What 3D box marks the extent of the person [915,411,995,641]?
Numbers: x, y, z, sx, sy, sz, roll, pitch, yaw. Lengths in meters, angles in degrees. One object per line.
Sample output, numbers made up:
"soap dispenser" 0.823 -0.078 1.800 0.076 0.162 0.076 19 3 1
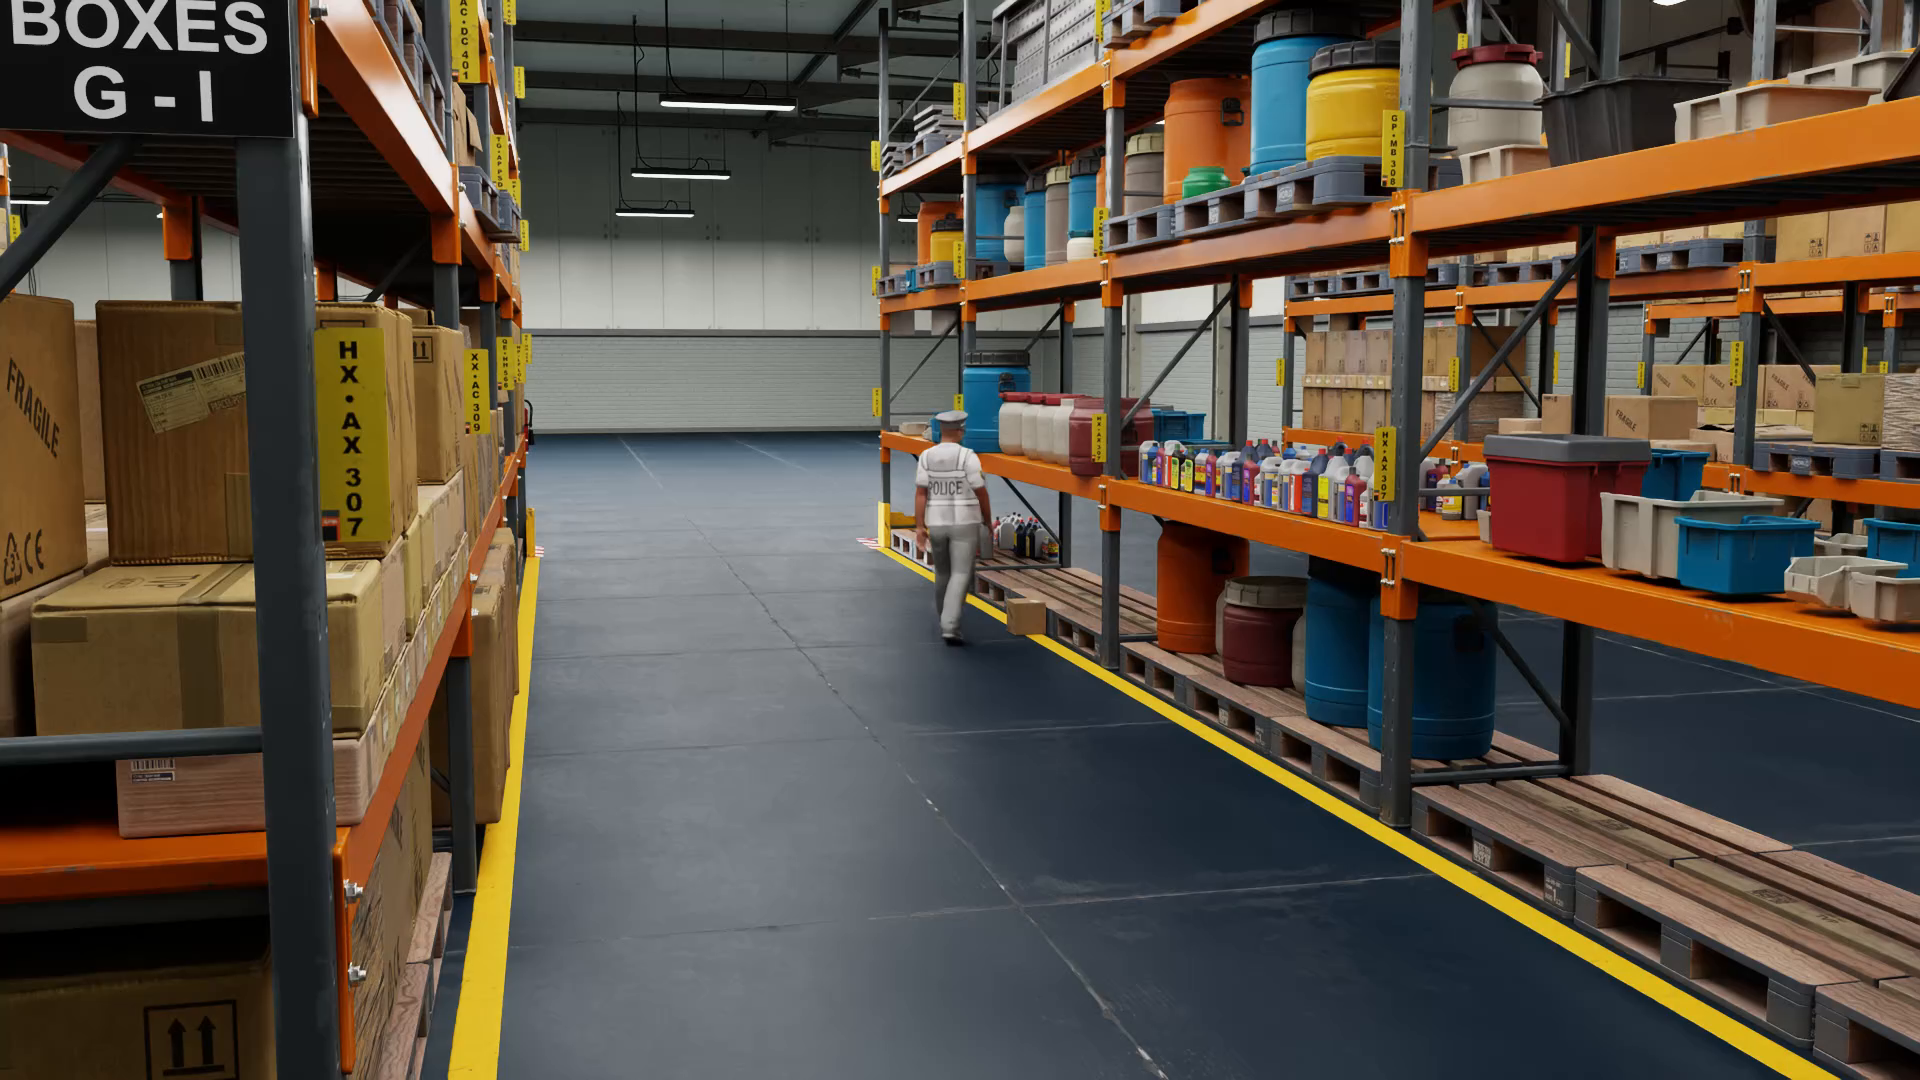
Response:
"person" -0.033 -0.129 12.683 0.614 1.715 0.929 4 7 33
